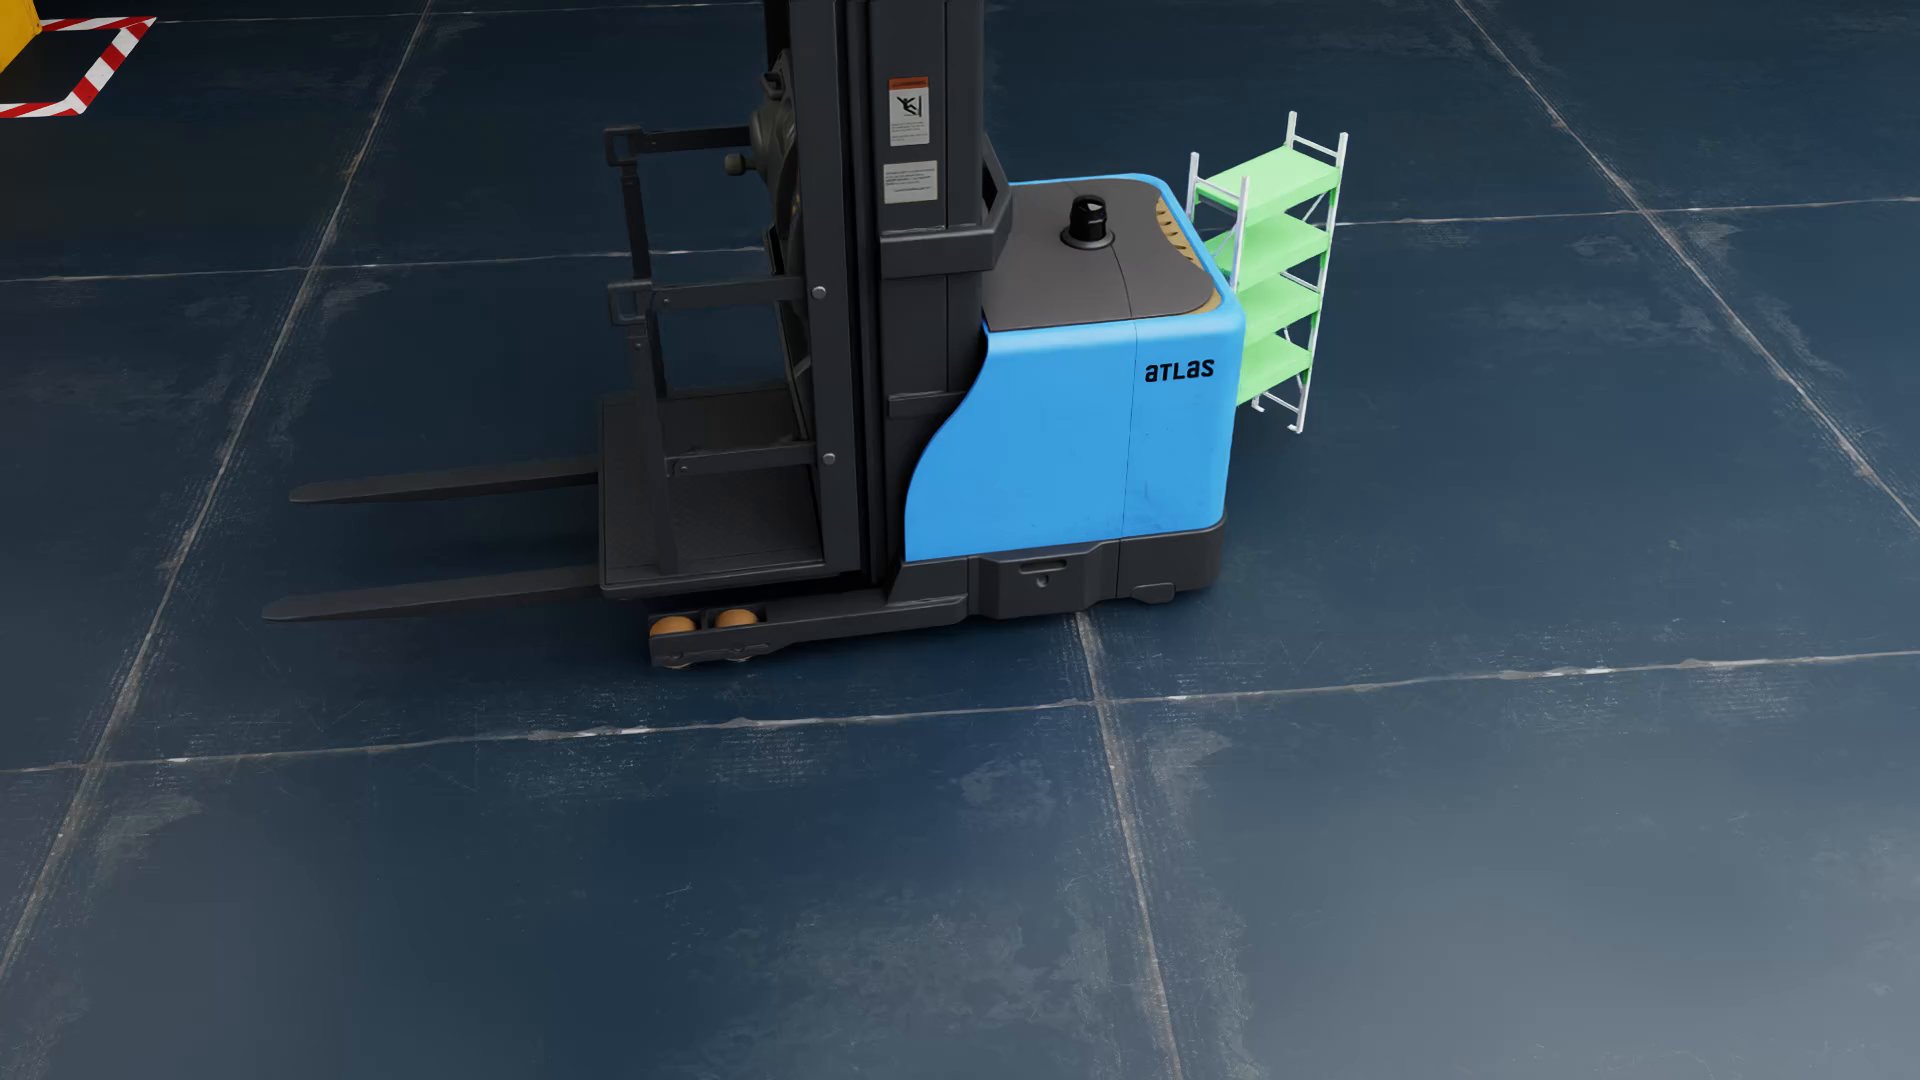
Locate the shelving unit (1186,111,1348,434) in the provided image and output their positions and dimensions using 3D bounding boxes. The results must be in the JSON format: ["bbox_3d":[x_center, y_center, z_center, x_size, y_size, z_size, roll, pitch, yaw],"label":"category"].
[{"bbox_3d":[1.020,-0.832,5.836,0.503,1.200,0.258,-28,46,-31],"label":"shelving unit"}]

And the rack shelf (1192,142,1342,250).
[{"bbox_3d":[1.020,-1.159,5.578,0.480,0.148,0.258,-28,46,-31],"label":"rack shelf"}]

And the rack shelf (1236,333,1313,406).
[{"bbox_3d":[1.020,-0.593,6.024,0.480,0.148,0.258,-28,46,-31],"label":"rack shelf"}]

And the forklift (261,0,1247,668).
[{"bbox_3d":[-0.704,-1.101,4.780,3.031,2.935,1.130,-6,39,-8],"label":"forklift"}]

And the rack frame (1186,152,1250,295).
[{"bbox_3d":[0.835,-0.733,5.711,0.015,1.200,0.240,-28,46,-31],"label":"rack frame"}]

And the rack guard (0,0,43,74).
[{"bbox_3d":[-5.315,-2.746,8.827,0.348,0.500,1.175,-3,38,-4],"label":"rack guard"}]

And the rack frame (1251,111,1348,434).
[{"bbox_3d":[1.205,-0.931,5.961,0.015,1.200,0.240,-28,46,-31],"label":"rack frame"}]

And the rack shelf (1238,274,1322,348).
[{"bbox_3d":[1.020,-0.782,5.875,0.480,0.148,0.258,-28,46,-31],"label":"rack shelf"}]

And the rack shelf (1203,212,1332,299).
[{"bbox_3d":[1.020,-0.970,5.727,0.480,0.148,0.258,-28,46,-31],"label":"rack shelf"}]
